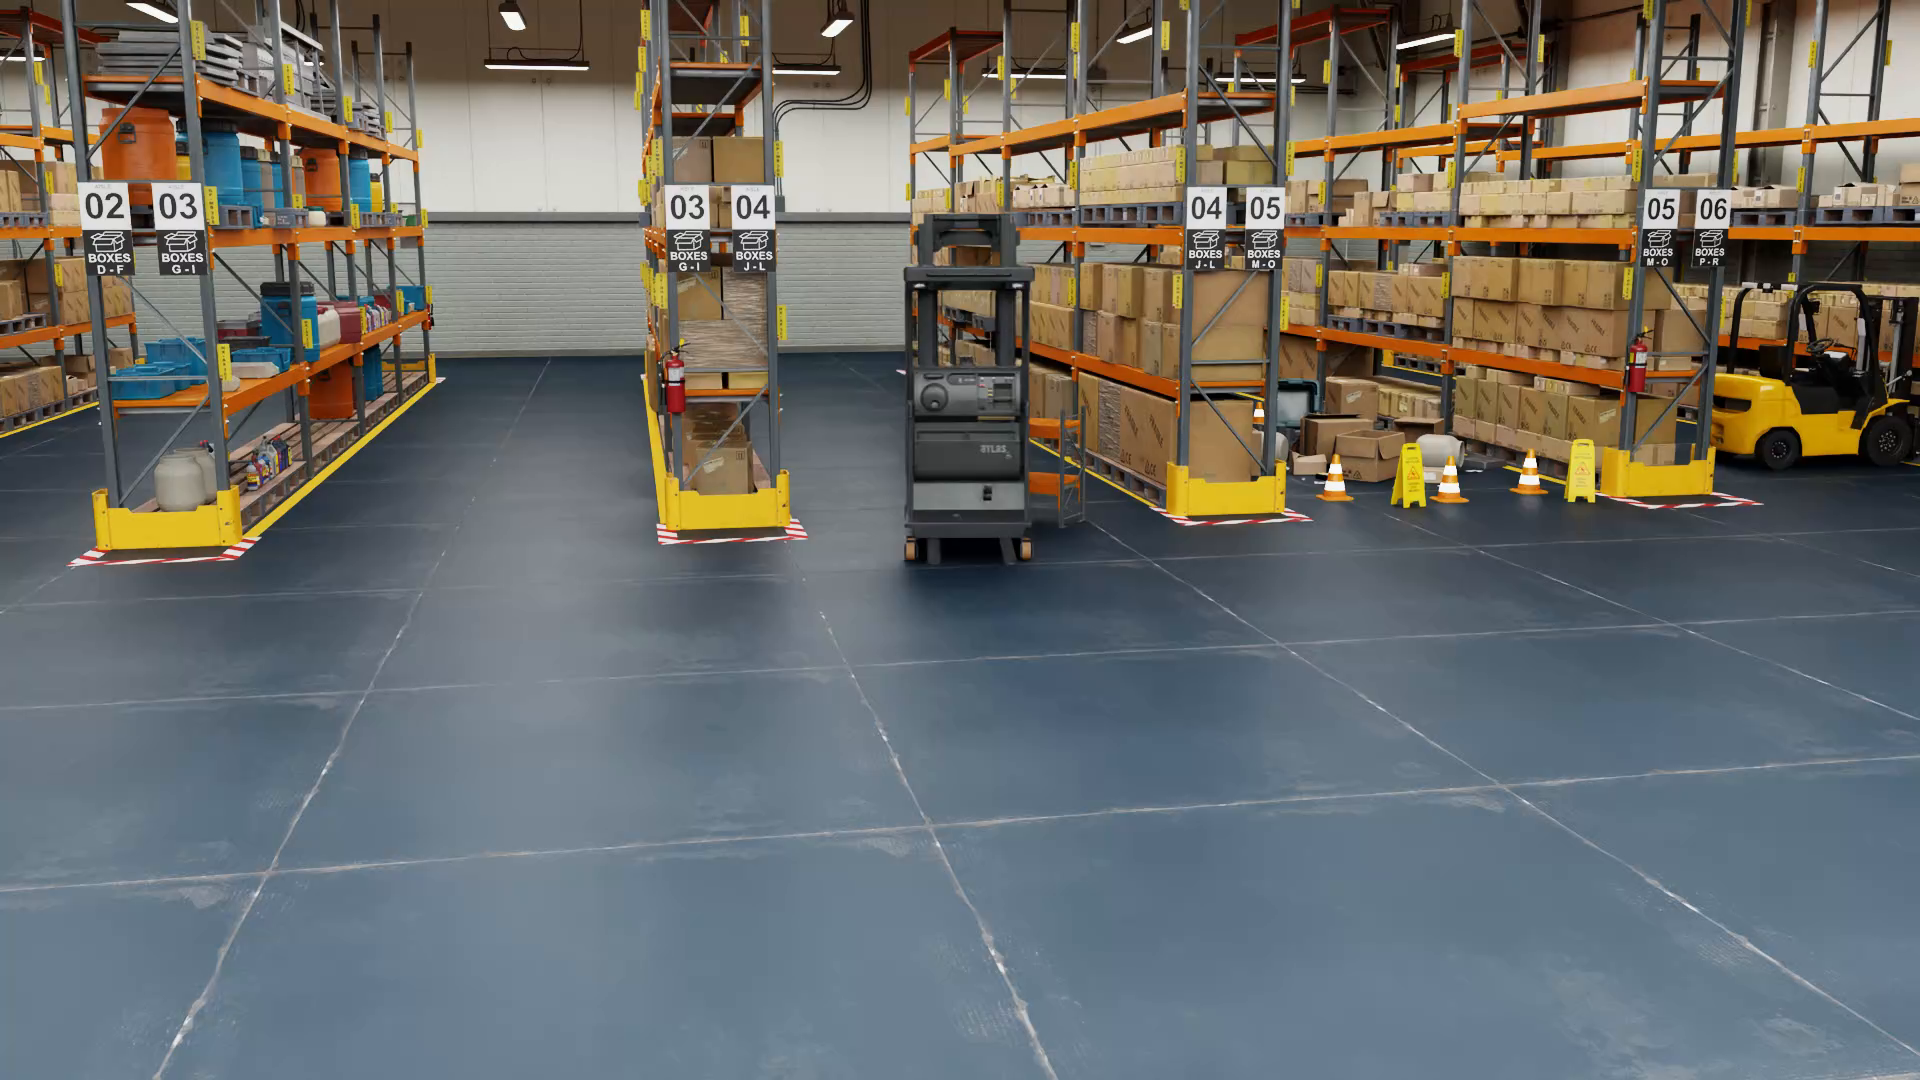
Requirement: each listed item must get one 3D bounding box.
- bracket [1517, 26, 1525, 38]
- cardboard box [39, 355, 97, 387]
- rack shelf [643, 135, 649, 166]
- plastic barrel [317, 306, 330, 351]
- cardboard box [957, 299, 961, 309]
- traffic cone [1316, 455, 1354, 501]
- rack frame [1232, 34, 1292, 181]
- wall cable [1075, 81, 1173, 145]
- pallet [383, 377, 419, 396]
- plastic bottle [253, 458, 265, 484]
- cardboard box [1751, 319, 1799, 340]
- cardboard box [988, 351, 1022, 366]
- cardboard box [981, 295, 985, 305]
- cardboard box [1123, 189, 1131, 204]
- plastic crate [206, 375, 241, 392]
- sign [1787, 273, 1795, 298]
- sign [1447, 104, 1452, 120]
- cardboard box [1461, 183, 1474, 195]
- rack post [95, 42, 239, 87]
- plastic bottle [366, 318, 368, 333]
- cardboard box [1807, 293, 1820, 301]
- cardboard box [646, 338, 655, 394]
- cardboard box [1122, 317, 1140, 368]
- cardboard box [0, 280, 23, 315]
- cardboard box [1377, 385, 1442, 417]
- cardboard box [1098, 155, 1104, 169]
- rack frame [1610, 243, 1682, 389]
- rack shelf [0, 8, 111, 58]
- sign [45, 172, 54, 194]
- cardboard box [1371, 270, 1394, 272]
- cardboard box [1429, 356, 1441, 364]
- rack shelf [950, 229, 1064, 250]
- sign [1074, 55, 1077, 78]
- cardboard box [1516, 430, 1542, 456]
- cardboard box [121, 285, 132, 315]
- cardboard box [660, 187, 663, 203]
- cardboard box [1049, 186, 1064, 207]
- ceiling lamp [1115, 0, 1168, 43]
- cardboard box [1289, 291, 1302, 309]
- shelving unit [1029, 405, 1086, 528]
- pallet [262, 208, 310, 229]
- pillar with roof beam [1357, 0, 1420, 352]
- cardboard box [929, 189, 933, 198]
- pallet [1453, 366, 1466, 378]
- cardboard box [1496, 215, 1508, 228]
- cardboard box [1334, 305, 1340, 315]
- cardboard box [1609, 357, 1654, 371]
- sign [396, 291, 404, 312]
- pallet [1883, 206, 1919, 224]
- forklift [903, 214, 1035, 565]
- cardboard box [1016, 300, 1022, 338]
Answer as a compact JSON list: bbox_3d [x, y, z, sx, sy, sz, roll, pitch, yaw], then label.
[{"bbox_3d":[10.358,-9.284,30.332,0.235,0.232,0.430,-2,11,-11],"label":"bracket"},{"bbox_3d":[-14.639,-2.778,27.321,0.797,0.503,0.637,-2,11,-11],"label":"cardboard box"},{"bbox_3d":[-4.162,-5.834,24.825,1.077,0.370,4.000,-2,11,-11],"label":"rack shelf"},{"bbox_3d":[-8.051,-2.620,20.629,0.433,0.535,0.433,0,11,0],"label":"plastic barrel"},{"bbox_3d":[0.162,-3.769,26.581,0.380,0.149,0.250,-3,11,-14],"label":"cardboard box"},{"bbox_3d":[3.958,-0.667,17.516,0.336,0.463,0.334,-2,11,-11],"label":"traffic cone"},{"bbox_3d":[5.170,-7.111,28.541,1.000,3.000,0.127,-2,11,-11],"label":"rack frame"},{"bbox_3d":[3.747,-8.904,37.964,2.355,3.000,0.029,-2,11,-11],"label":"wall cable"},{"bbox_3d":[-9.831,-2.611,28.402,1.003,0.211,1.213,-2,11,-11],"label":"pallet"},{"bbox_3d":[-7.189,-0.705,17.050,0.097,0.271,0.097,0,11,0],"label":"plastic bottle"},{"bbox_3d":[11.239,-2.887,22.795,0.500,0.250,0.500,-2,11,-10],"label":"cardboard box"},{"bbox_3d":[0.722,-2.694,24.938,0.500,0.250,0.500,-2,11,-12],"label":"cardboard box"},{"bbox_3d":[0.516,-3.583,24.807,0.380,0.149,0.250,-2,11,-9],"label":"cardboard box"},{"bbox_3d":[1.975,-3.698,17.916,0.380,0.149,0.250,-2,11,-10],"label":"cardboard box"},{"bbox_3d":[-6.934,-1.468,15.648,0.298,0.136,0.250,-2,11,-11],"label":"plastic crate"},{"bbox_3d":[11.064,-3.386,22.132,0.100,0.325,0.005,-2,11,-11],"label":"sign"},{"bbox_3d":[9.808,-8.579,33.332,0.100,0.325,0.005,-2,11,-11],"label":"sign"},{"bbox_3d":[6.467,-4.368,20.696,0.380,0.149,0.250,-2,11,-12],"label":"cardboard box"},{"bbox_3d":[-7.098,-4.267,14.938,0.937,0.300,0.954,-1,11,-5],"label":"rack post"},{"bbox_3d":[-8.574,-3.109,23.906,0.097,0.271,0.097,0,11,0],"label":"plastic bottle"},{"bbox_3d":[11.398,-3.177,21.918,0.380,0.149,0.250,-2,11,-12],"label":"cardboard box"},{"bbox_3d":[-4.232,-2.685,25.895,1.225,0.875,0.875,-3,11,-13],"label":"cardboard box"},{"bbox_3d":[2.294,-2.207,18.423,0.875,0.550,0.500,-2,11,-11],"label":"cardboard box"},{"bbox_3d":[-14.396,-3.604,24.772,0.700,0.500,0.500,-6,12,-30],"label":"cardboard box"},{"bbox_3d":[6.341,-1.967,23.467,0.950,0.372,0.625,-2,11,-9],"label":"cardboard box"},{"bbox_3d":[1.777,-4.276,18.820,0.380,0.149,0.250,-2,11,-12],"label":"cardboard box"},{"bbox_3d":[10.816,-3.611,26.200,1.000,3.000,0.127,-2,11,-11],"label":"rack frame"},{"bbox_3d":[-14.658,-8.037,26.443,1.077,0.370,4.000,-2,11,-11],"label":"rack shelf"},{"bbox_3d":[-13.725,-5.385,25.064,0.100,0.325,0.005,-2,11,-11],"label":"sign"},{"bbox_3d":[6.309,-3.758,24.787,0.500,0.500,0.500,-2,11,-13],"label":"cardboard box"},{"bbox_3d":[9.419,-3.682,32.136,0.500,0.500,0.500,-2,11,-10],"label":"cardboard box"},{"bbox_3d":[0.723,-4.718,25.919,1.077,0.370,4.000,-2,11,-11],"label":"rack shelf"},{"bbox_3d":[1.656,-6.736,23.651,0.100,0.325,0.005,-2,11,-11],"label":"sign"},{"bbox_3d":[6.882,-1.148,19.488,0.500,0.250,0.500,-3,11,-13],"label":"cardboard box"},{"bbox_3d":[-14.693,-4.154,28.785,0.500,0.500,0.500,-2,11,-9],"label":"cardboard box"},{"bbox_3d":[-2.746,-3.381,16.303,0.380,0.149,0.250,-2,11,-11],"label":"cardboard box"},{"bbox_3d":[1.434,-4.371,21.183,0.500,0.250,0.500,-2,11,-11],"label":"cardboard box"},{"bbox_3d":[3.190,-9.746,26.774,0.800,3.185,2.000,-2,11,-11],"label":"ceiling lamp"},{"bbox_3d":[5.501,-3.775,26.127,0.500,0.250,0.500,-2,11,-12],"label":"cardboard box"},{"bbox_3d":[0.638,-0.752,16.192,1.048,1.125,0.538,6,12,29],"label":"shelving unit"},{"bbox_3d":[-7.617,-3.408,17.614,1.213,0.211,1.003,-2,11,-11],"label":"pallet"},{"bbox_3d":[5.397,-8.396,35.296,9.100,9.000,0.548,-2,11,-11],"label":"pillar with roof beam"},{"bbox_3d":[-0.341,-6.136,29.439,0.380,0.149,0.250,-2,11,-12],"label":"cardboard box"},{"bbox_3d":[9.905,-3.101,30.977,1.003,0.211,1.213,-2,11,-11],"label":"pallet"},{"bbox_3d":[6.708,-3.841,20.060,0.380,0.149,0.250,-2,11,-9],"label":"cardboard box"},{"bbox_3d":[5.829,-3.446,24.883,0.380,0.149,0.250,-3,11,-14],"label":"cardboard box"},{"bbox_3d":[7.221,-1.900,17.882,0.380,0.149,0.250,-2,11,-9],"label":"cardboard box"},{"bbox_3d":[-8.869,-3.779,26.340,0.100,0.325,0.005,-2,11,-11],"label":"sign"},{"bbox_3d":[12.019,-3.929,20.083,1.003,0.211,1.213,-2,11,-11],"label":"pallet"},{"bbox_3d":[0.069,-1.317,14.329,1.130,2.935,3.031,0,11,-1],"label":"forklift"},{"bbox_3d":[1.036,-3.095,23.222,0.500,0.500,0.500,-2,11,-12],"label":"cardboard box"}]
